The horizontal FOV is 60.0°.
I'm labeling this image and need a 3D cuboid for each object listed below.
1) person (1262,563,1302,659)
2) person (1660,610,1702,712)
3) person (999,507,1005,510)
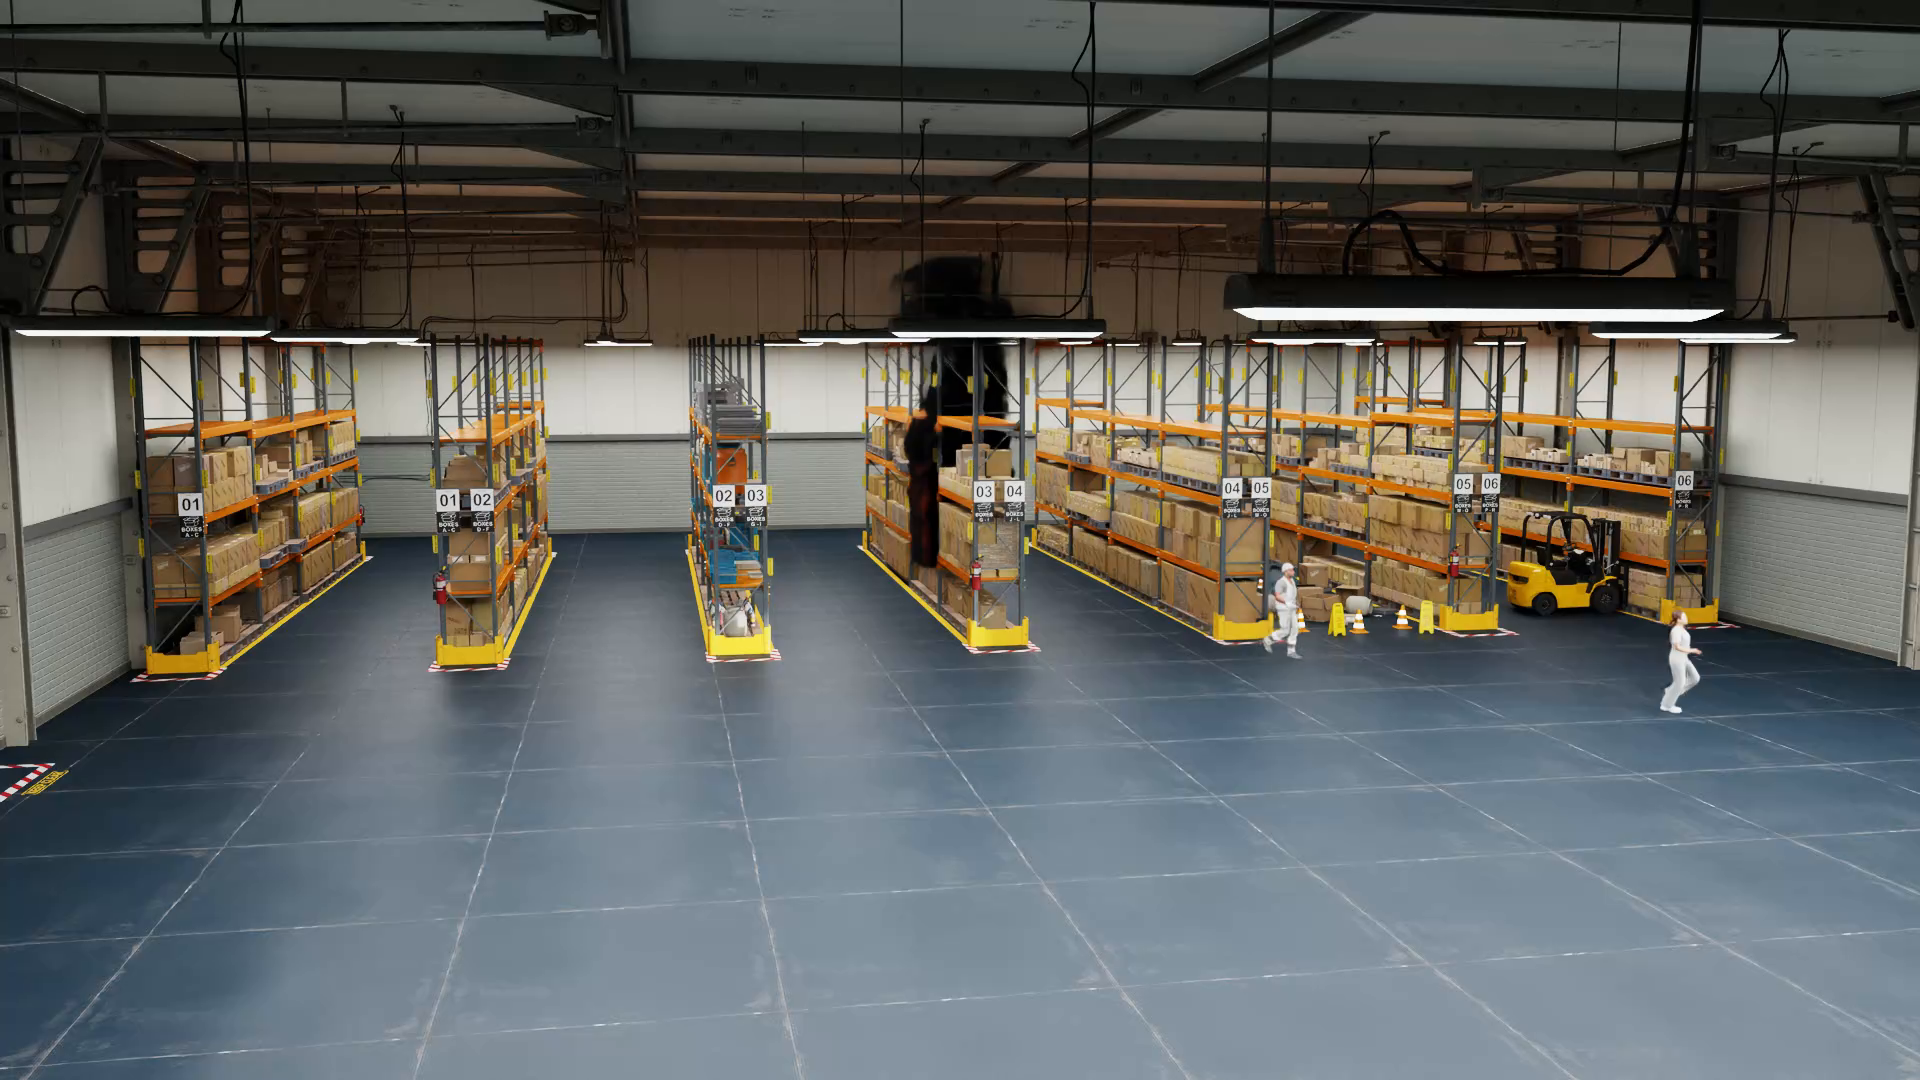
[{"bbox_3d":[6.039,1.306,30.958,0.782,1.779,0.684,5,8,37],"label":"person"},{"bbox_3d":[11.392,1.908,26.230,0.571,1.633,0.550,4,8,34],"label":"person"},{"bbox_3d":[1.078,-0.561,47.445,0.716,1.709,0.605,1,7,11],"label":"person"}]
